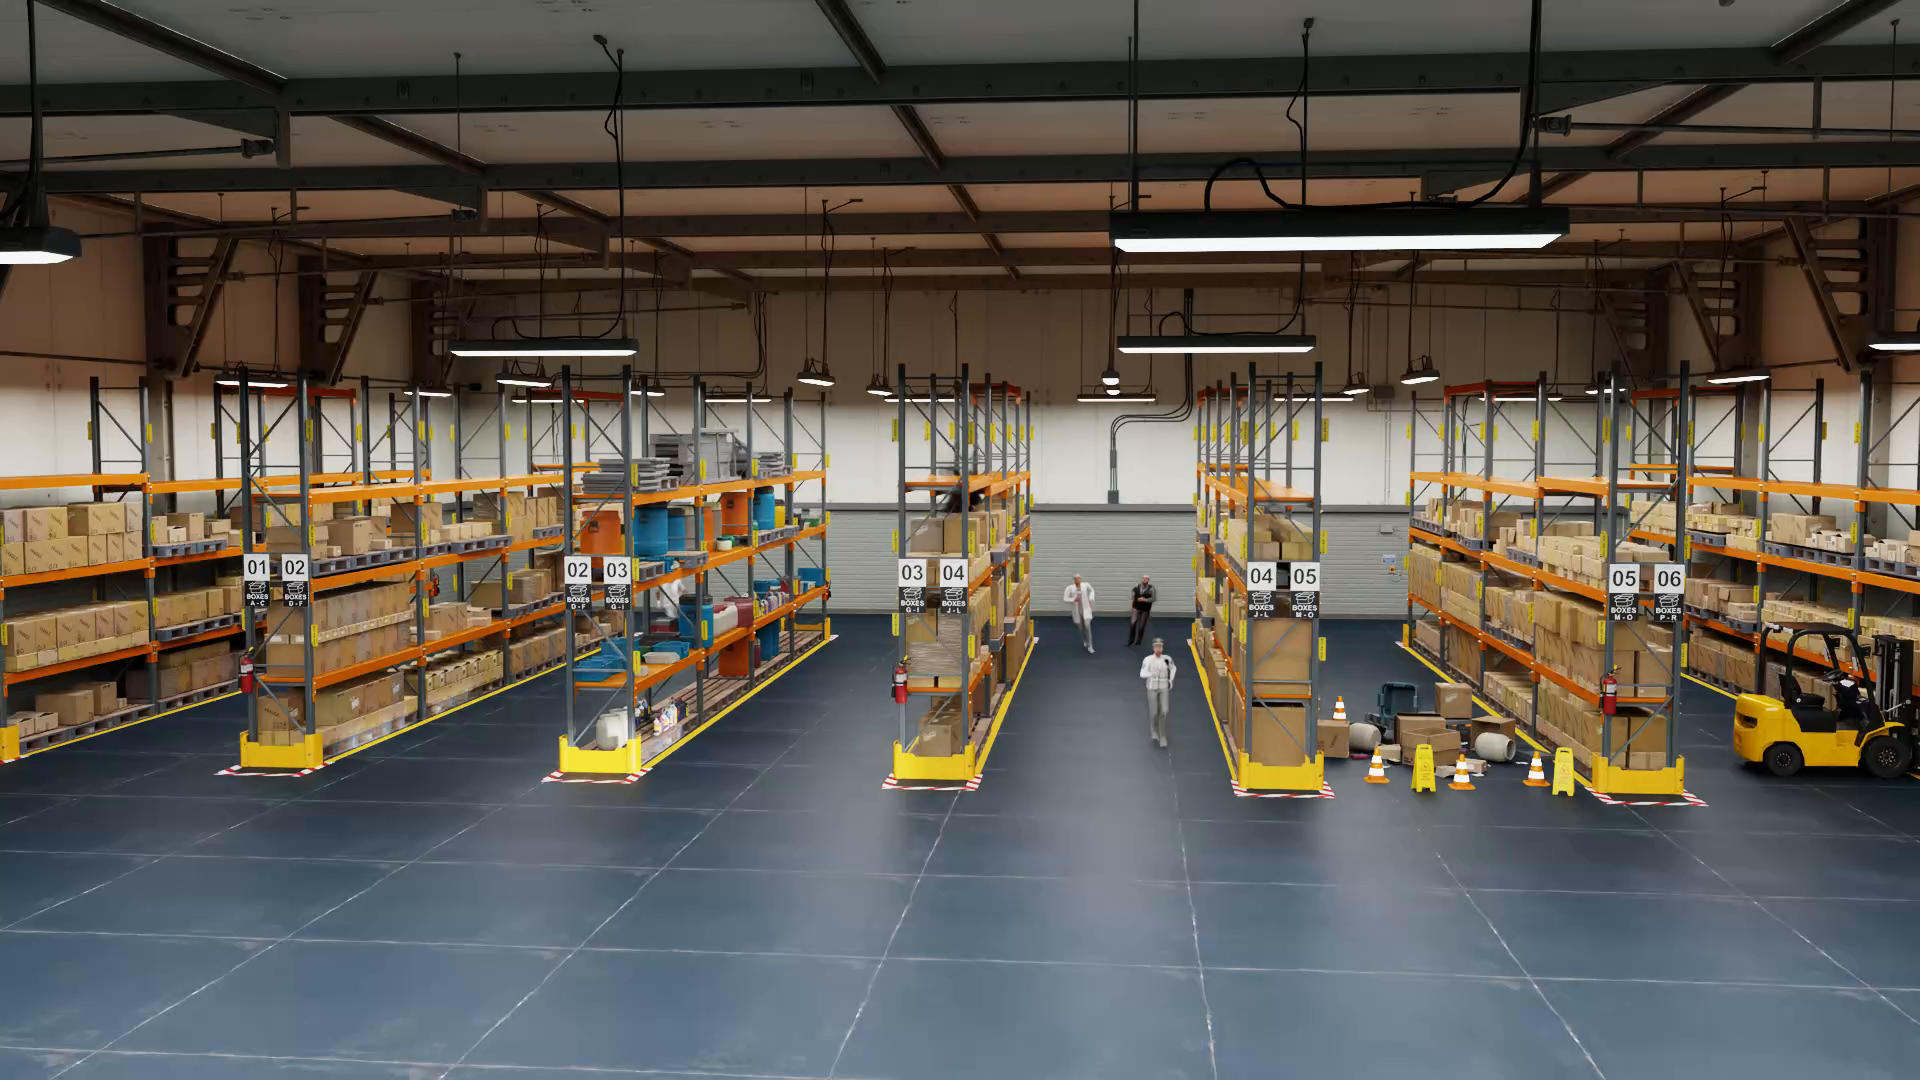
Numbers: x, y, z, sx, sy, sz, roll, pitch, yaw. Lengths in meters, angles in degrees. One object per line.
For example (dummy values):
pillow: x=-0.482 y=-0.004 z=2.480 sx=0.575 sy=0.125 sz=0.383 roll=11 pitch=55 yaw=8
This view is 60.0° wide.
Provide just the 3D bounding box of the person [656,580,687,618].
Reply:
person: x=-6.899 y=1.574 z=39.709 sx=0.726 sy=1.741 sz=0.952 roll=0 pitch=4 yaw=-7

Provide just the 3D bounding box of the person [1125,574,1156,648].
person: x=4.265 y=1.657 z=38.989 sx=0.715 sy=1.727 sz=0.679 roll=1 pitch=4 yaw=16

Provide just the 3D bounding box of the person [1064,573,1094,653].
person: x=2.752 y=1.672 z=38.314 sx=0.714 sy=1.828 sz=0.889 roll=0 pitch=4 yaw=7

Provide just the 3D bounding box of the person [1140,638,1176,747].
person: x=3.194 y=2.439 z=26.756 sx=0.594 sy=1.745 sz=0.712 roll=0 pitch=4 yaw=4
